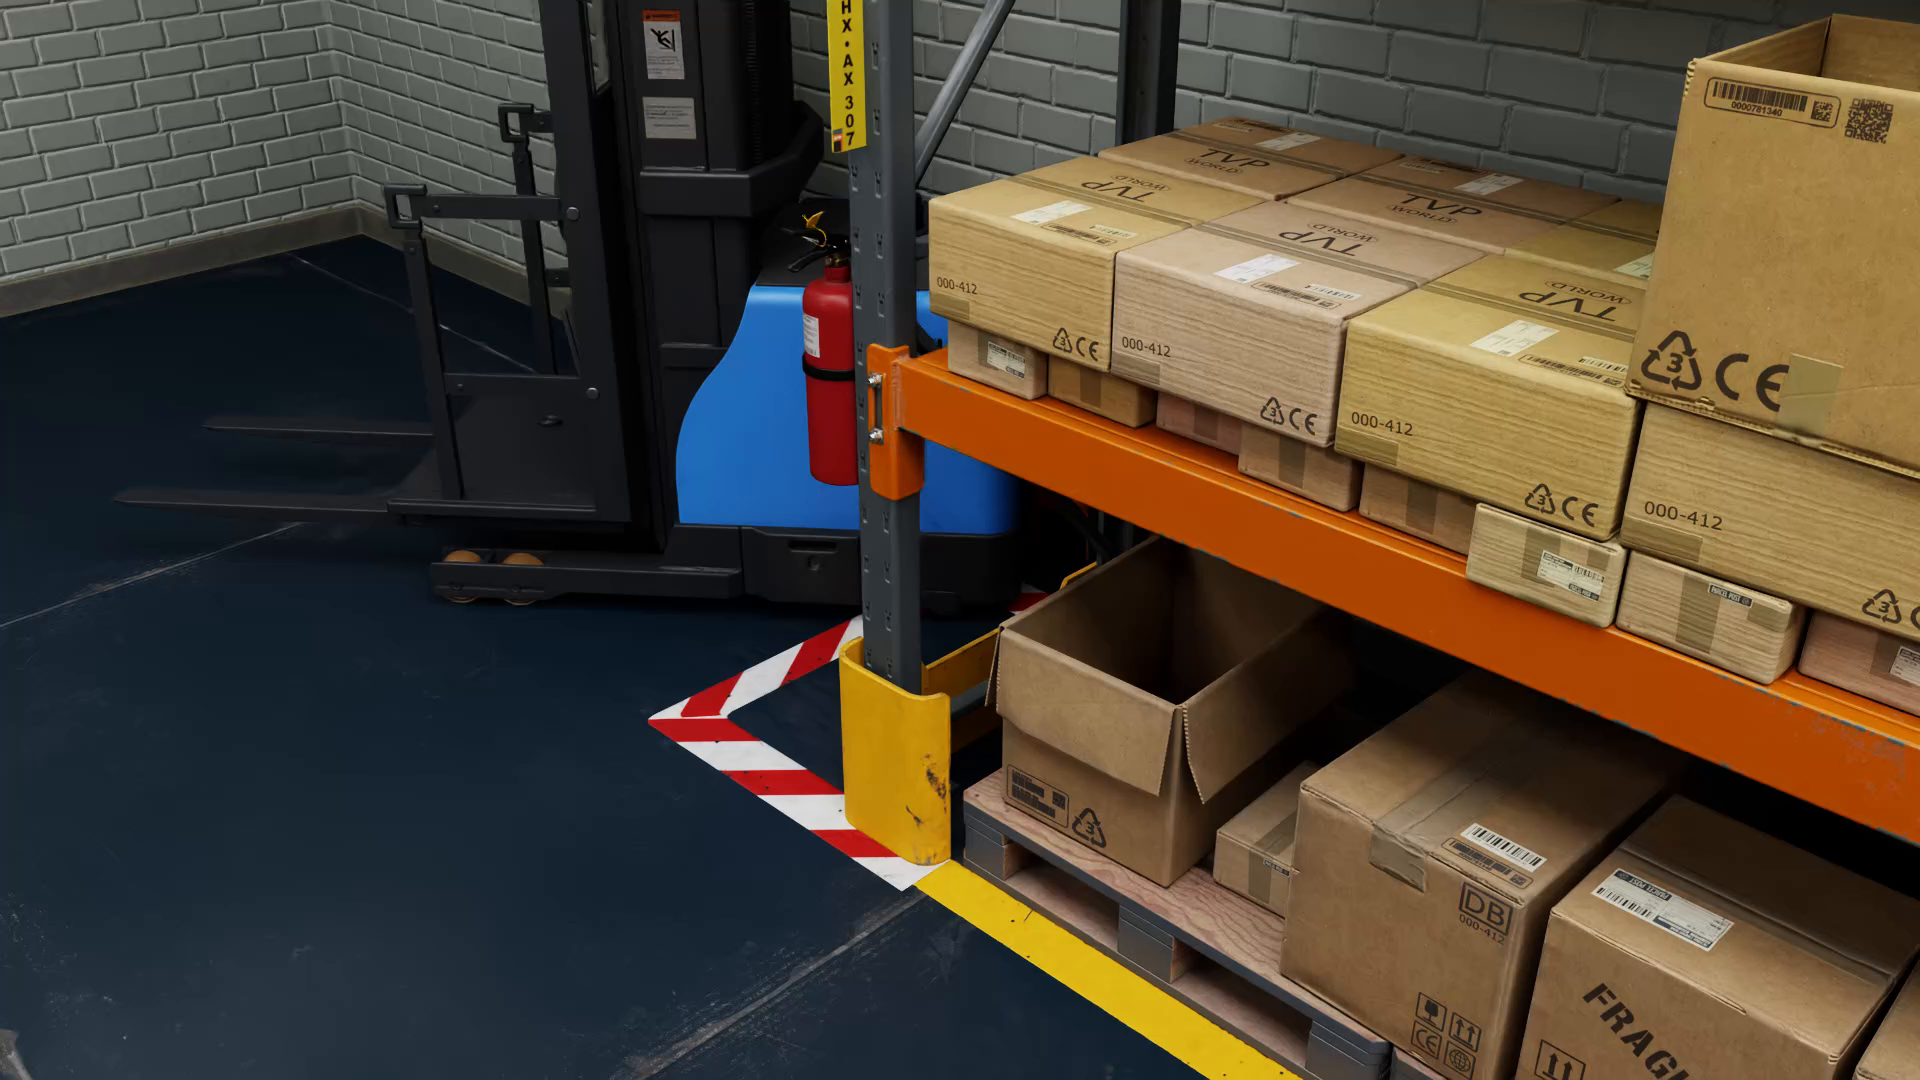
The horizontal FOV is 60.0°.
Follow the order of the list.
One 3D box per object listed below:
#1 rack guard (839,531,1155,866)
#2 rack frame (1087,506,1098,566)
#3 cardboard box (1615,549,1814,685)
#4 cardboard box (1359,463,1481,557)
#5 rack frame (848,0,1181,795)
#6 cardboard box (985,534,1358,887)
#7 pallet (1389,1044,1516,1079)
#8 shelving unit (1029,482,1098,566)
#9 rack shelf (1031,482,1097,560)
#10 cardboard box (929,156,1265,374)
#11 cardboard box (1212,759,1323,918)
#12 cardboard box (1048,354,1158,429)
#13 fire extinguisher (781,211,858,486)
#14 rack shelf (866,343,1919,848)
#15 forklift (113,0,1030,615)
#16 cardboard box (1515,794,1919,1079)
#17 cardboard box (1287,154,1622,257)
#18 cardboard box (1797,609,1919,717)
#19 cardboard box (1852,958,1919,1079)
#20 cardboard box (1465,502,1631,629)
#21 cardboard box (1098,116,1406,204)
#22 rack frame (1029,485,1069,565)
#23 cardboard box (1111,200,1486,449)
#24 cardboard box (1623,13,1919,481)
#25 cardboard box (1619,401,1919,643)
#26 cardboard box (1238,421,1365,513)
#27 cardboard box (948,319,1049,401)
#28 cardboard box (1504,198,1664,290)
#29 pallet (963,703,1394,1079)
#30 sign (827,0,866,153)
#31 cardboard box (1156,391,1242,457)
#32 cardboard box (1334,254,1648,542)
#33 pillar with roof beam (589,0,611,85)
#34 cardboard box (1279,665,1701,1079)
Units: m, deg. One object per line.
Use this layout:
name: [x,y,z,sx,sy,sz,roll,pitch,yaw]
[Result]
rack guard: [0.203,0.363,4.523,0.348,0.500,1.175,25,36,38]
rack frame: [0.483,-0.340,5.268,0.008,1.050,0.200,23,36,37]
cardboard box: [1.277,0.057,2.688,0.380,0.149,0.250,-24,36,-38]
cardboard box: [0.947,-0.129,3.043,0.380,0.149,0.250,-25,36,-38]
rack frame: [0.149,-0.768,3.988,0.127,3.000,1.000,25,36,38]
cardboard box: [0.519,0.382,4.032,0.637,0.503,0.797,23,35,37]
pallet: [1.638,1.149,3.339,1.213,0.211,1.003,25,36,38]
shelving unit: [0.393,-0.378,5.342,0.252,1.050,0.215,23,36,37]
rack shelf: [0.393,-0.123,5.476,0.240,0.259,0.215,23,36,37]
cardboard box: [0.284,-0.596,3.502,0.500,0.250,0.500,25,37,39]
cardboard box: [0.794,0.690,3.826,0.250,0.149,0.380,23,35,37]
cardboard box: [0.405,-0.391,3.541,0.380,0.149,0.250,-24,36,-38]
fire extinguisher: [-0.280,-0.464,3.892,0.183,0.674,0.296,25,36,38]
rack shelf: [1.575,0.203,2.914,4.000,0.370,1.077,25,36,38]
forklift: [-1.282,-1.329,5.127,3.031,2.935,1.130,2,28,4]
cardboard box: [1.408,0.881,3.087,0.500,0.500,0.500,-24,36,-38]
cardboard box: [1.030,-0.603,3.515,0.500,0.250,0.500,25,36,39]
cardboard box: [1.509,0.118,2.572,0.250,0.149,0.380,24,36,38]
cardboard box: [1.841,1.014,2.834,0.500,0.500,0.700,23,35,37]
cardboard box: [1.075,-0.022,2.839,0.250,0.149,0.380,23,36,37]
cardboard box: [0.663,-0.772,3.836,0.500,0.250,0.500,-24,36,-38]
rack frame: [0.303,-0.417,5.415,0.008,1.050,0.200,23,36,37]
cardboard box: [0.643,-0.432,3.189,0.500,0.250,0.500,-25,37,-39]
cardboard box: [1.353,-0.439,2.397,0.500,0.500,0.500,-24,36,-38]
cardboard box: [1.387,-0.108,2.573,0.500,0.250,0.500,23,36,37]
cardboard box: [0.754,-0.214,3.204,0.380,0.149,0.250,-24,36,-38]
cardboard box: [0.191,-0.459,3.669,0.250,0.149,0.380,24,36,38]
cardboard box: [1.380,-0.440,3.205,0.500,0.250,0.500,-24,36,-38]
pallet: [0.772,0.751,4.096,1.213,0.211,1.003,25,36,38]
sign: [-0.231,-0.971,3.444,0.005,0.325,0.100,25,36,38]
cardboard box: [0.617,-0.317,3.400,0.250,0.149,0.380,24,36,38]
cardboard box: [1.007,-0.267,2.877,0.500,0.250,0.500,24,36,37]
pillar with roof beam: [-4.160,-3.174,2.117,0.400,9.000,9.100,25,36,38]
cardboard box: [1.101,0.675,3.478,0.700,0.500,0.500,-24,36,-37]
